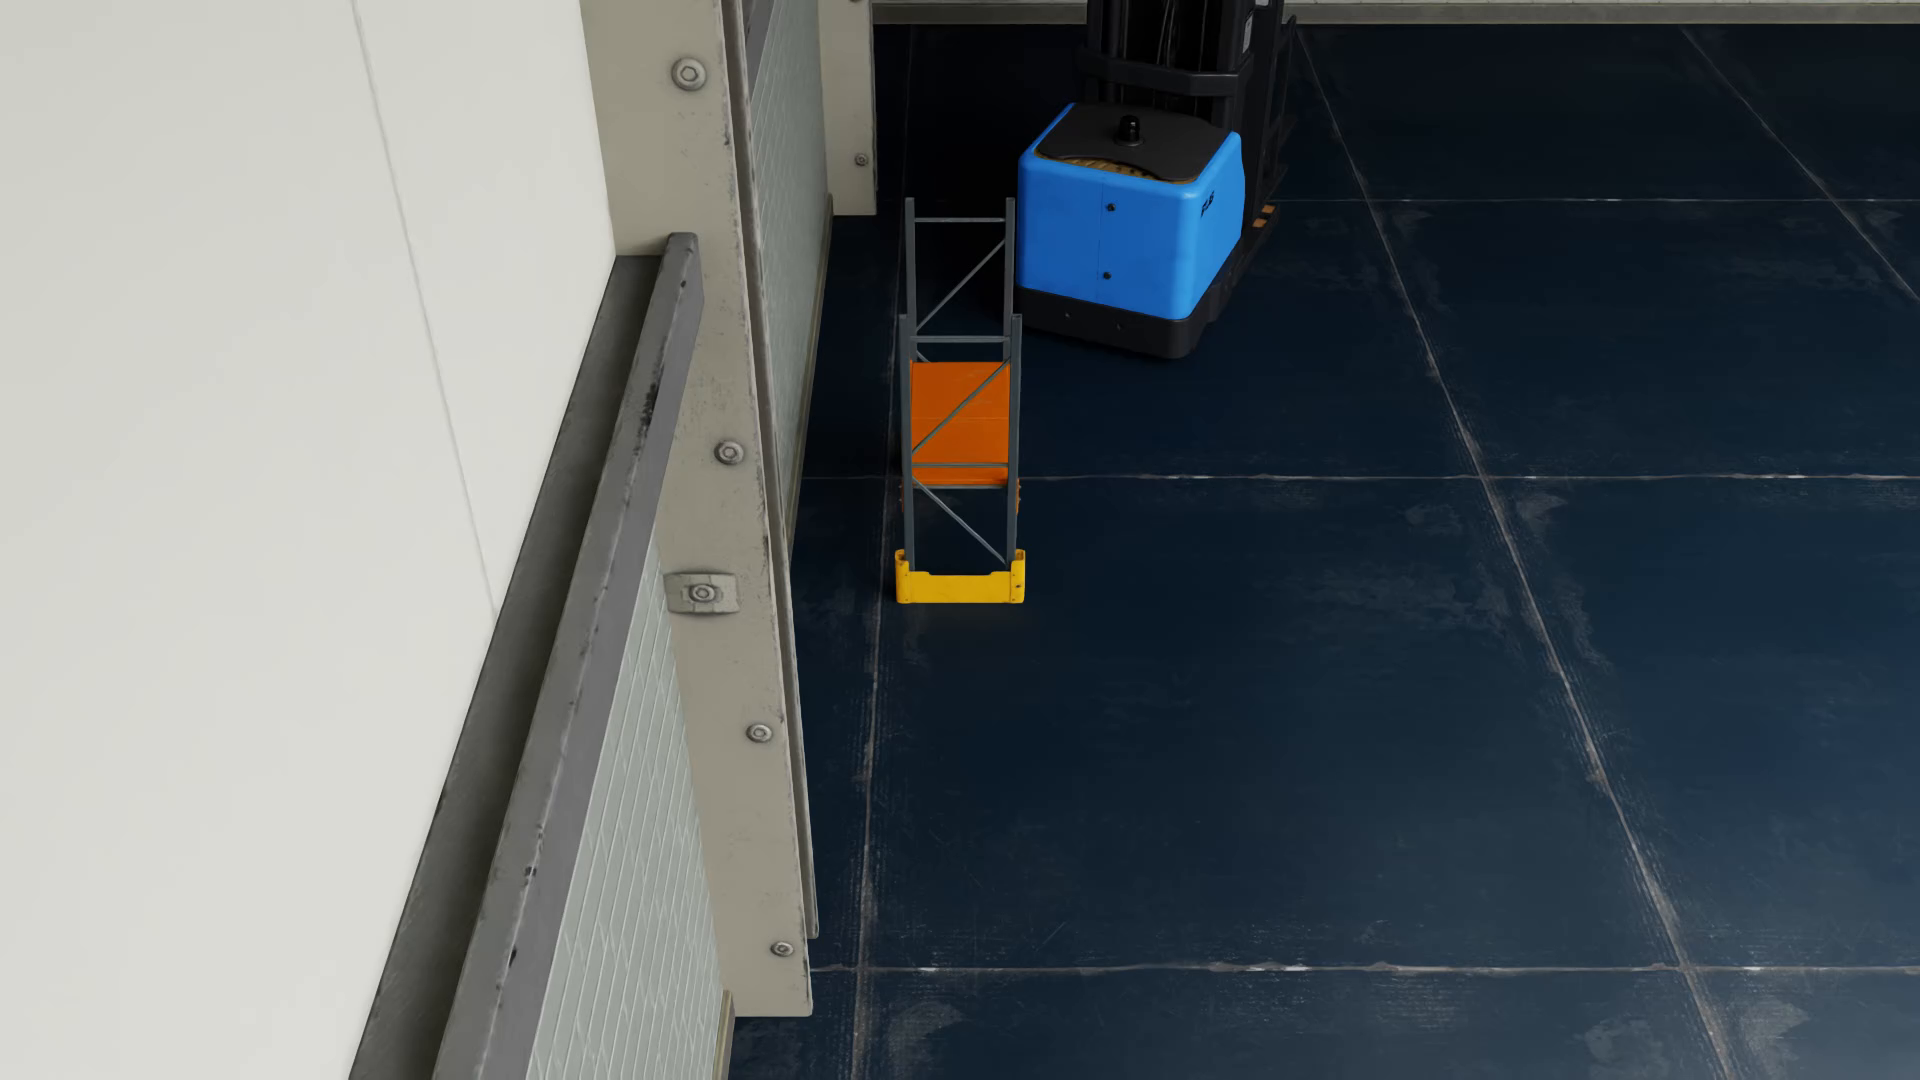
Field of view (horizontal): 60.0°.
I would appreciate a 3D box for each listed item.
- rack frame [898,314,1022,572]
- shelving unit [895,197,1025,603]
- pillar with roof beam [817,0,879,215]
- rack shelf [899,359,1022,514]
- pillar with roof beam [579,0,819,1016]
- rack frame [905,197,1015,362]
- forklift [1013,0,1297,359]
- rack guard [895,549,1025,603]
[{"bbox_3d":[0.000,-0.321,7.196,0.500,1.500,0.032,0,39,0],"label":"rack frame"},{"bbox_3d":[0.000,-0.633,7.586,0.587,1.500,1.083,0,39,0],"label":"shelving unit"},{"bbox_3d":[3.618,-5.704,7.918,9.100,9.000,0.400,0,39,0],"label":"pillar with roof beam"},{"bbox_3d":[0.000,-0.498,7.706,0.538,0.185,1.000,0,39,0],"label":"rack shelf"},{"bbox_3d":[3.625,-1.952,3.236,9.100,9.000,0.400,0,39,0],"label":"pillar with roof beam"},{"bbox_3d":[-0.001,-0.956,7.990,0.500,1.500,0.032,0,39,0],"label":"rack frame"},{"bbox_3d":[1.352,-3.058,9.468,1.130,2.935,3.031,15,41,18],"label":"forklift"},{"bbox_3d":[0.000,0.166,7.588,0.587,0.250,0.087,0,39,0],"label":"rack guard"}]
